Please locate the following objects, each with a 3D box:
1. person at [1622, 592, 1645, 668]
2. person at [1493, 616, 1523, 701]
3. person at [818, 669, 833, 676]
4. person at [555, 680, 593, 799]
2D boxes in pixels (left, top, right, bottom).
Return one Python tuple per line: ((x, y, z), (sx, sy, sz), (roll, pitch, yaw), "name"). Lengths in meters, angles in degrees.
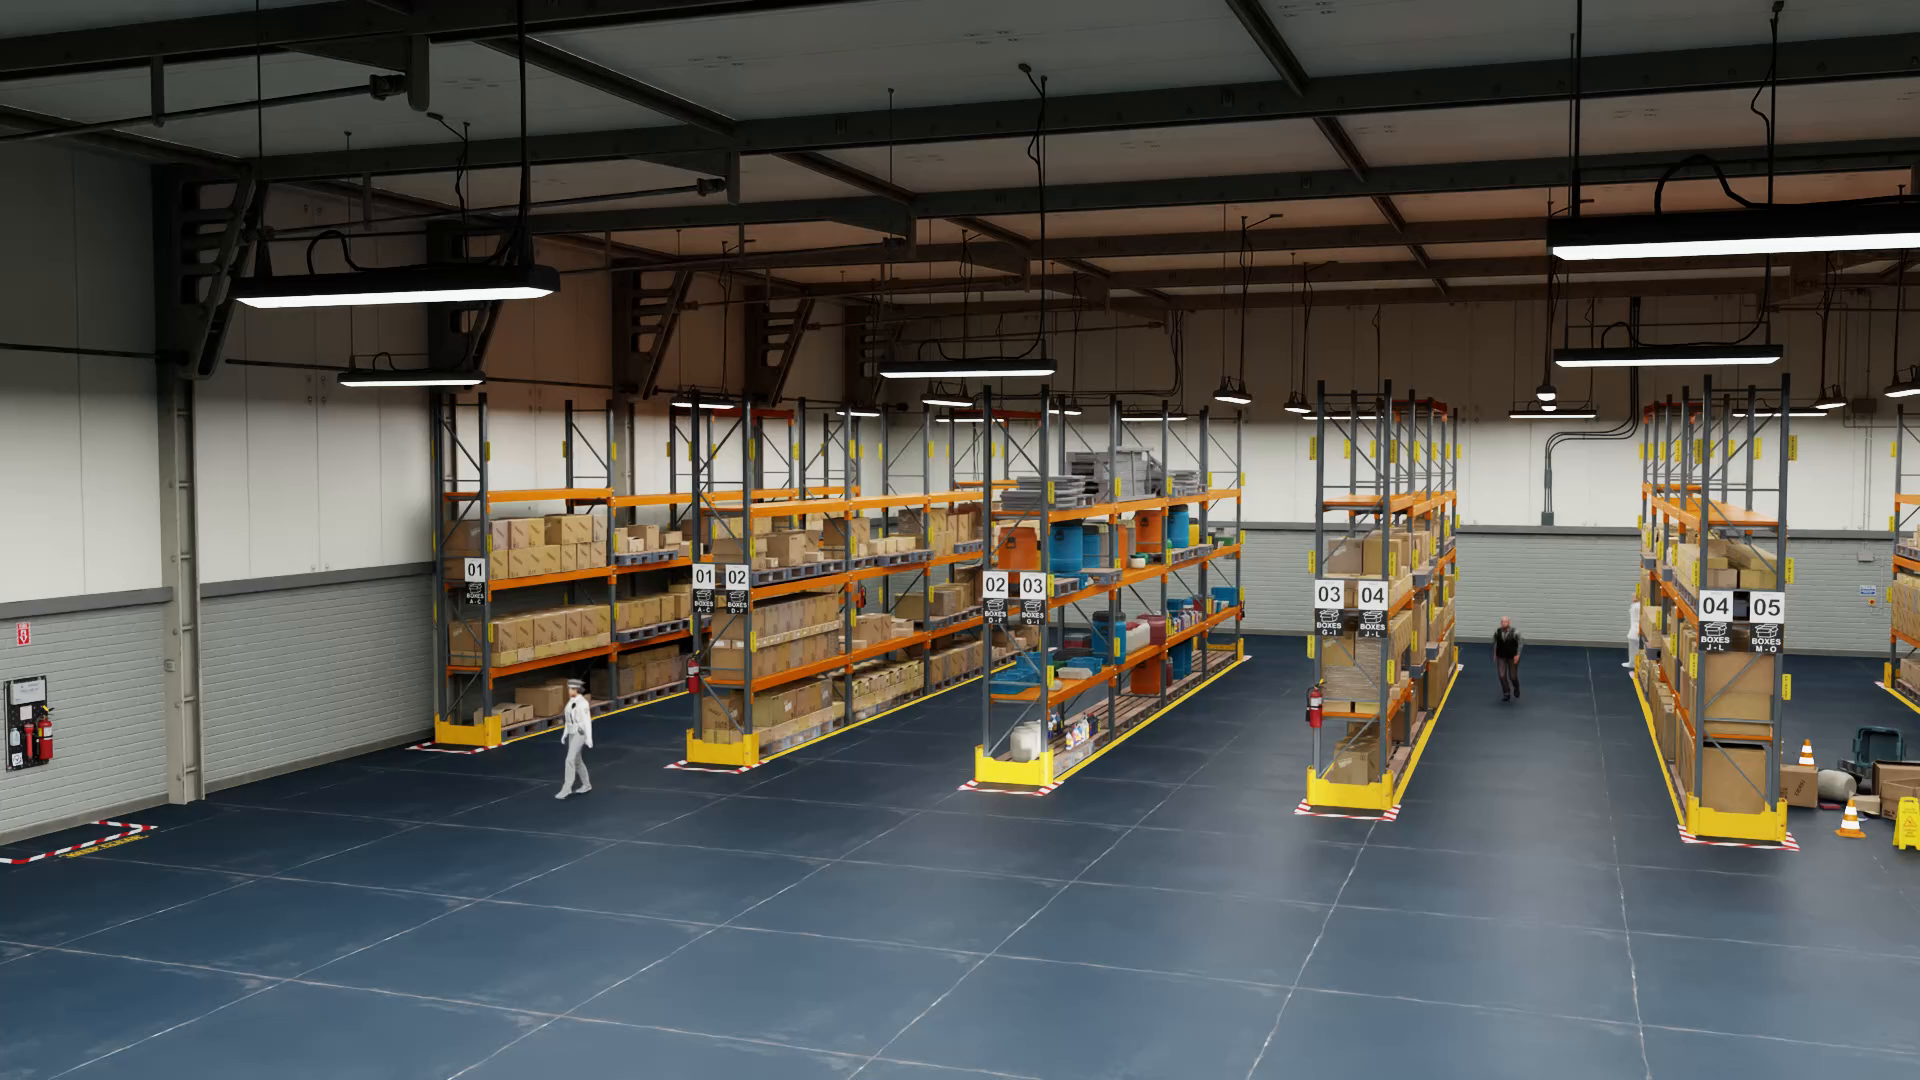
((15.707, 2.067, 38.376), (0.783, 1.760, 0.598), (1, 3, 21), "person")
((11.075, 2.374, 33.534), (0.600, 1.702, 0.616), (2, 4, 34), "person")
((-2.857, 2.269, 35.049), (0.624, 1.755, 0.637), (0, 3, 5), "person")
((-5.677, 2.879, 24.244), (0.667, 1.667, 0.602), (-2, 4, -34), "person")
